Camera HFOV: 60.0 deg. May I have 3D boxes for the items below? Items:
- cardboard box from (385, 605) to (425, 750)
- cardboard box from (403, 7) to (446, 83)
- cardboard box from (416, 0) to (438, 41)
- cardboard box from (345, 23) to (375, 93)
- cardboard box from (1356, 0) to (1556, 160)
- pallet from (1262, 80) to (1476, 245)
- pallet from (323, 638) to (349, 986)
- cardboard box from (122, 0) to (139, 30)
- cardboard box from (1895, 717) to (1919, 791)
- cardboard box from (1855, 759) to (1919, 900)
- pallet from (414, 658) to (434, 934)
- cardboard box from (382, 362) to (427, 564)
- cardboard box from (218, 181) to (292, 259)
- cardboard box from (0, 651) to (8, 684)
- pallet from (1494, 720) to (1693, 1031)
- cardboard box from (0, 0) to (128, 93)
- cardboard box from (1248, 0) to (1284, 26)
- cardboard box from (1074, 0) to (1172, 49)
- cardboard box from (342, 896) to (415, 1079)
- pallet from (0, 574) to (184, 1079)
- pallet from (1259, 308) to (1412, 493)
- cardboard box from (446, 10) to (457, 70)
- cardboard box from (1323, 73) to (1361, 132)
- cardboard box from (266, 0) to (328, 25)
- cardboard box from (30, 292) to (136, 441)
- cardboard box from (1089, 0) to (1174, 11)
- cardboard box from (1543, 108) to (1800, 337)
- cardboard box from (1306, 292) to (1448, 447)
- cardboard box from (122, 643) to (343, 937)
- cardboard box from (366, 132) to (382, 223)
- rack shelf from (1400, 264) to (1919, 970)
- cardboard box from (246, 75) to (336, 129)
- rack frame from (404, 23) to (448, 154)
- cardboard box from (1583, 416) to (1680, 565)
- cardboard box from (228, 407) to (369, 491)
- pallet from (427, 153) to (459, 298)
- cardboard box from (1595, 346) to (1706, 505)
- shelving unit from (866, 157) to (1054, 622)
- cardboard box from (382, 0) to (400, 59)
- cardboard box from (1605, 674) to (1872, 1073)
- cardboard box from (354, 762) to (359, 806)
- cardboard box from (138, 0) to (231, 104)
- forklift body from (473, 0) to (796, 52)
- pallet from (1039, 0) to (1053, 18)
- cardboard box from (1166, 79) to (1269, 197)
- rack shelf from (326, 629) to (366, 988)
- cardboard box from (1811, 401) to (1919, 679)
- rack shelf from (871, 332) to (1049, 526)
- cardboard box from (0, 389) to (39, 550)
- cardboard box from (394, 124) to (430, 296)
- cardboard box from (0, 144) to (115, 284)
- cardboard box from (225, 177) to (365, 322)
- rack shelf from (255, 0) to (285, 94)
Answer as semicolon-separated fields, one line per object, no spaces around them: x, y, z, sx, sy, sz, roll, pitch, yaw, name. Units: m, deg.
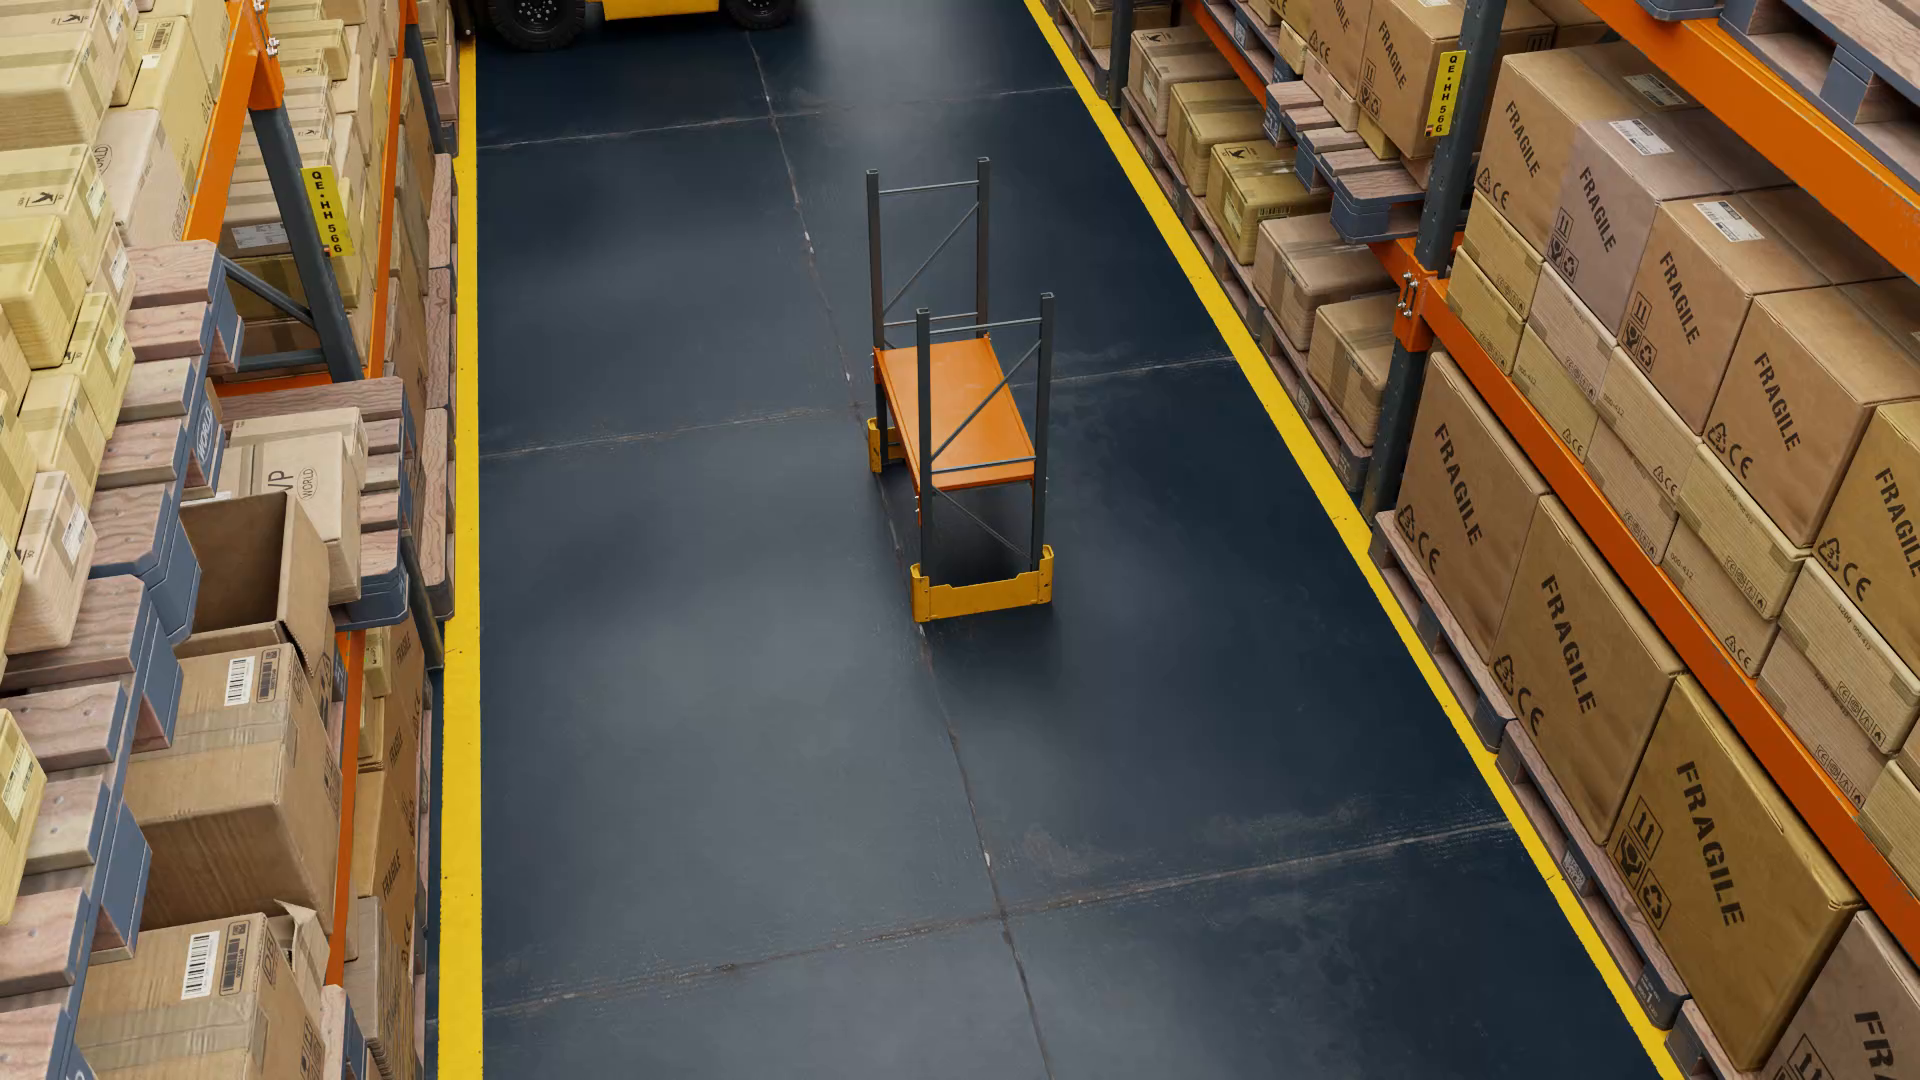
-2.268;0.451;6.049;0.500;0.500;0.500;-7;42;-8;cardboard box
-3.236;-2.836;9.564;0.500;0.250;0.500;-9;42;-9;cardboard box
-3.231;-3.024;9.399;0.500;0.250;0.500;-9;42;-10;cardboard box
-2.764;-2.018;7.000;0.500;0.250;0.500;-8;42;-9;cardboard box
1.907;-1.844;6.452;0.500;0.500;0.500;-9;42;-11;cardboard box
2.019;-1.659;7.003;1.213;0.211;1.003;-8;42;-9;pallet
-2.145;0.762;4.277;1.003;0.211;1.213;-8;42;-9;pallet
-2.189;-1.245;3.946;0.380;0.149;0.250;-7;42;-8;cardboard box
2.692;0.605;4.046;0.500;0.250;0.500;-7;42;-8;cardboard box
2.688;0.780;4.224;0.500;0.250;0.500;-9;42;-10;cardboard box
-2.445;0.962;6.007;1.003;0.211;1.213;-8;42;-9;pallet
-2.691;-0.245;6.739;0.875;0.625;0.625;-7;42;-8;cardboard box
-2.351;-1.099;5.664;0.380;0.149;0.250;-7;42;-8;cardboard box
-1.555;0.227;2.273;0.380;0.149;0.250;-8;42;-9;cardboard box
2.633;1.070;5.885;1.003;0.211;1.213;-8;42;-9;pallet
-1.983;-1.038;3.488;0.380;0.149;0.250;-9;42;-10;cardboard box
1.564;-2.518;7.701;0.380;0.149;0.250;-10;42;-11;cardboard box
1.023;-3.350;10.519;0.500;0.250;0.500;-7;42;-7;cardboard box
-1.925;1.450;4.924;0.500;0.500;0.500;-10;43;-11;cardboard box
-1.778;0.539;2.266;1.213;0.211;1.003;-8;42;-9;pallet
2.109;-0.747;7.933;1.003;0.211;1.213;-8;42;-9;pallet
-3.339;-2.979;10.102;0.500;0.250;0.500;-9;42;-10;cardboard box
1.749;-1.846;6.943;0.380;0.149;0.250;-9;42;-10;cardboard box
-2.790;-2.089;6.779;0.380;0.149;0.250;-8;42;-9;cardboard box
-1.651;-0.278;2.841;0.380;0.149;0.250;-7;42;-8;cardboard box
1.023;-3.631;10.271;0.500;0.500;0.500;-9;42;-10;cardboard box
2.261;-1.020;5.311;0.500;0.500;0.500;-8;42;-9;cardboard box
2.164;-0.826;7.584;0.950;0.372;0.625;-11;43;-12;cardboard box
-1.873;0.638;3.880;0.700;0.500;0.500;-9;42;-10;cardboard box
-2.648;-1.496;6.789;0.500;0.250;0.500;-10;42;-11;cardboard box
2.708;0.282;5.215;1.077;0.370;4.000;-8;42;-9;rack shelf
-2.559;-1.602;6.231;0.380;0.149;0.250;-8;42;-9;cardboard box
-3.433;-3.163;8.553;1.000;3.000;0.127;-8;42;-9;rack frame
2.372;-0.203;5.332;0.500;0.250;0.500;-7;42;-8;cardboard box
-2.053;-0.262;5.159;0.380;0.149;0.250;-8;42;-8;cardboard box
-3.236;-1.648;8.947;1.003;0.211;1.213;-8;42;-9;pallet
2.351;-0.391;5.167;0.500;0.250;0.500;-8;42;-9;cardboard box
-0.016;-0.610;6.808;0.587;1.500;1.083;-8;42;-9;shelving unit
-2.955;-2.492;7.911;0.500;0.250;0.500;-9;42;-10;cardboard box
2.725;0.972;5.180;0.875;0.875;0.875;-7;42;-8;cardboard box
-2.100;0.776;5.194;0.380;0.149;0.250;-7;42;-8;cardboard box
-2.222;-1.338;4.351;0.500;0.250;0.500;-10;43;-11;cardboard box
-2.106;-4.470;10.666;2.313;2.155;1.214;-8;42;-9;forklift body
0.967;-4.056;11.661;1.003;0.211;1.213;-8;42;-9;pallet
1.687;-2.246;9.183;0.950;0.372;0.625;-6;42;-7;cardboard box
-2.138;0.996;4.411;1.077;0.370;4.000;-8;42;-9;rack shelf
2.589;-0.021;4.186;0.500;0.500;0.500;-7;42;-8;cardboard box
-0.018;-0.482;6.934;0.538;0.185;1.000;-8;42;-9;rack shelf
-1.564;-0.063;2.376;0.380;0.149;0.250;-9;42;-10;cardboard box
-3.149;-1.591;8.255;0.875;0.625;0.625;-9;42;-10;cardboard box
-1.732;-0.557;2.932;0.380;0.149;0.250;-8;42;-9;cardboard box
-2.402;-1.027;5.884;0.500;0.250;0.500;-8;42;-9;cardboard box
-3.001;-2.719;6.336;1.077;0.370;4.000;-8;42;-9;rack shelf
